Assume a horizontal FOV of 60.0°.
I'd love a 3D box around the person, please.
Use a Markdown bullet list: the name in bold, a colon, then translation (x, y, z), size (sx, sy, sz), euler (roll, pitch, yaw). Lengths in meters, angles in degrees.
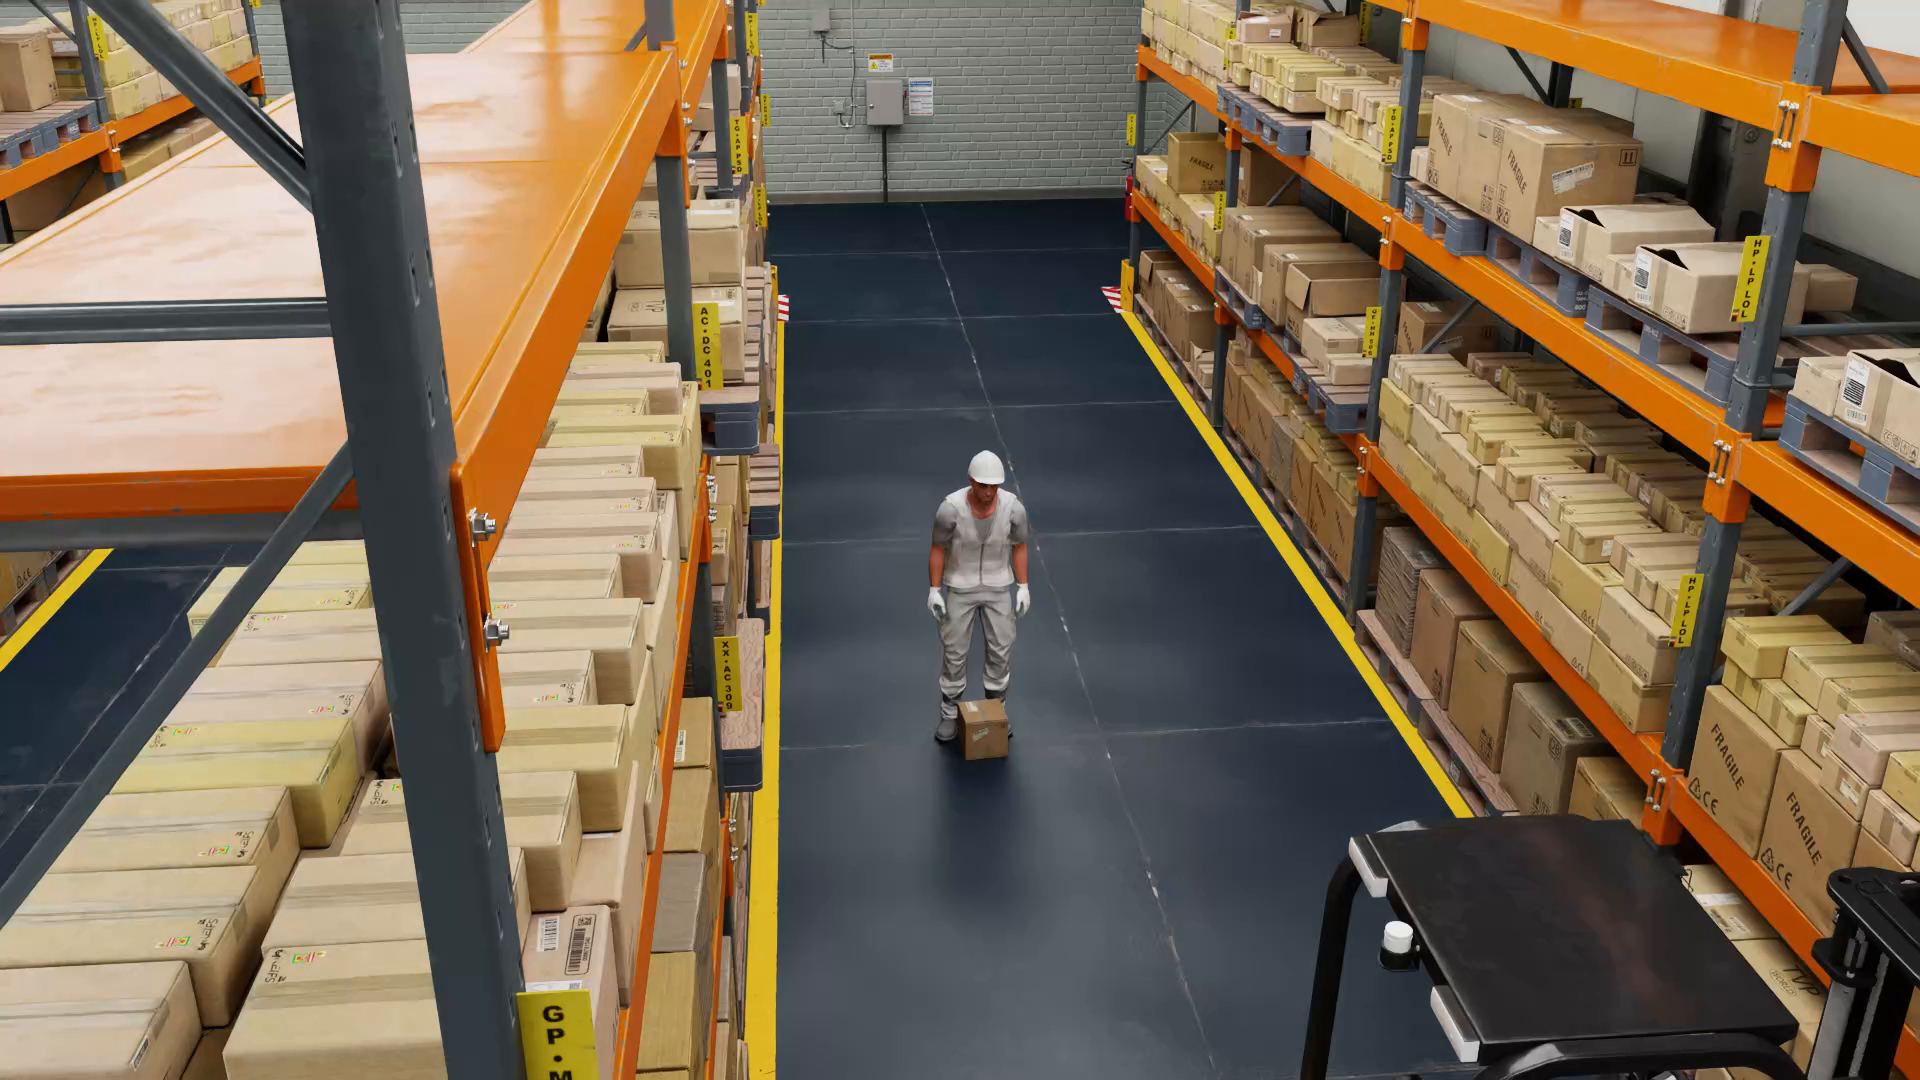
- **person**: translation (0.109, 0.310, 9.599), size (0.609, 1.779, 0.449), euler (-3, 24, -7)
